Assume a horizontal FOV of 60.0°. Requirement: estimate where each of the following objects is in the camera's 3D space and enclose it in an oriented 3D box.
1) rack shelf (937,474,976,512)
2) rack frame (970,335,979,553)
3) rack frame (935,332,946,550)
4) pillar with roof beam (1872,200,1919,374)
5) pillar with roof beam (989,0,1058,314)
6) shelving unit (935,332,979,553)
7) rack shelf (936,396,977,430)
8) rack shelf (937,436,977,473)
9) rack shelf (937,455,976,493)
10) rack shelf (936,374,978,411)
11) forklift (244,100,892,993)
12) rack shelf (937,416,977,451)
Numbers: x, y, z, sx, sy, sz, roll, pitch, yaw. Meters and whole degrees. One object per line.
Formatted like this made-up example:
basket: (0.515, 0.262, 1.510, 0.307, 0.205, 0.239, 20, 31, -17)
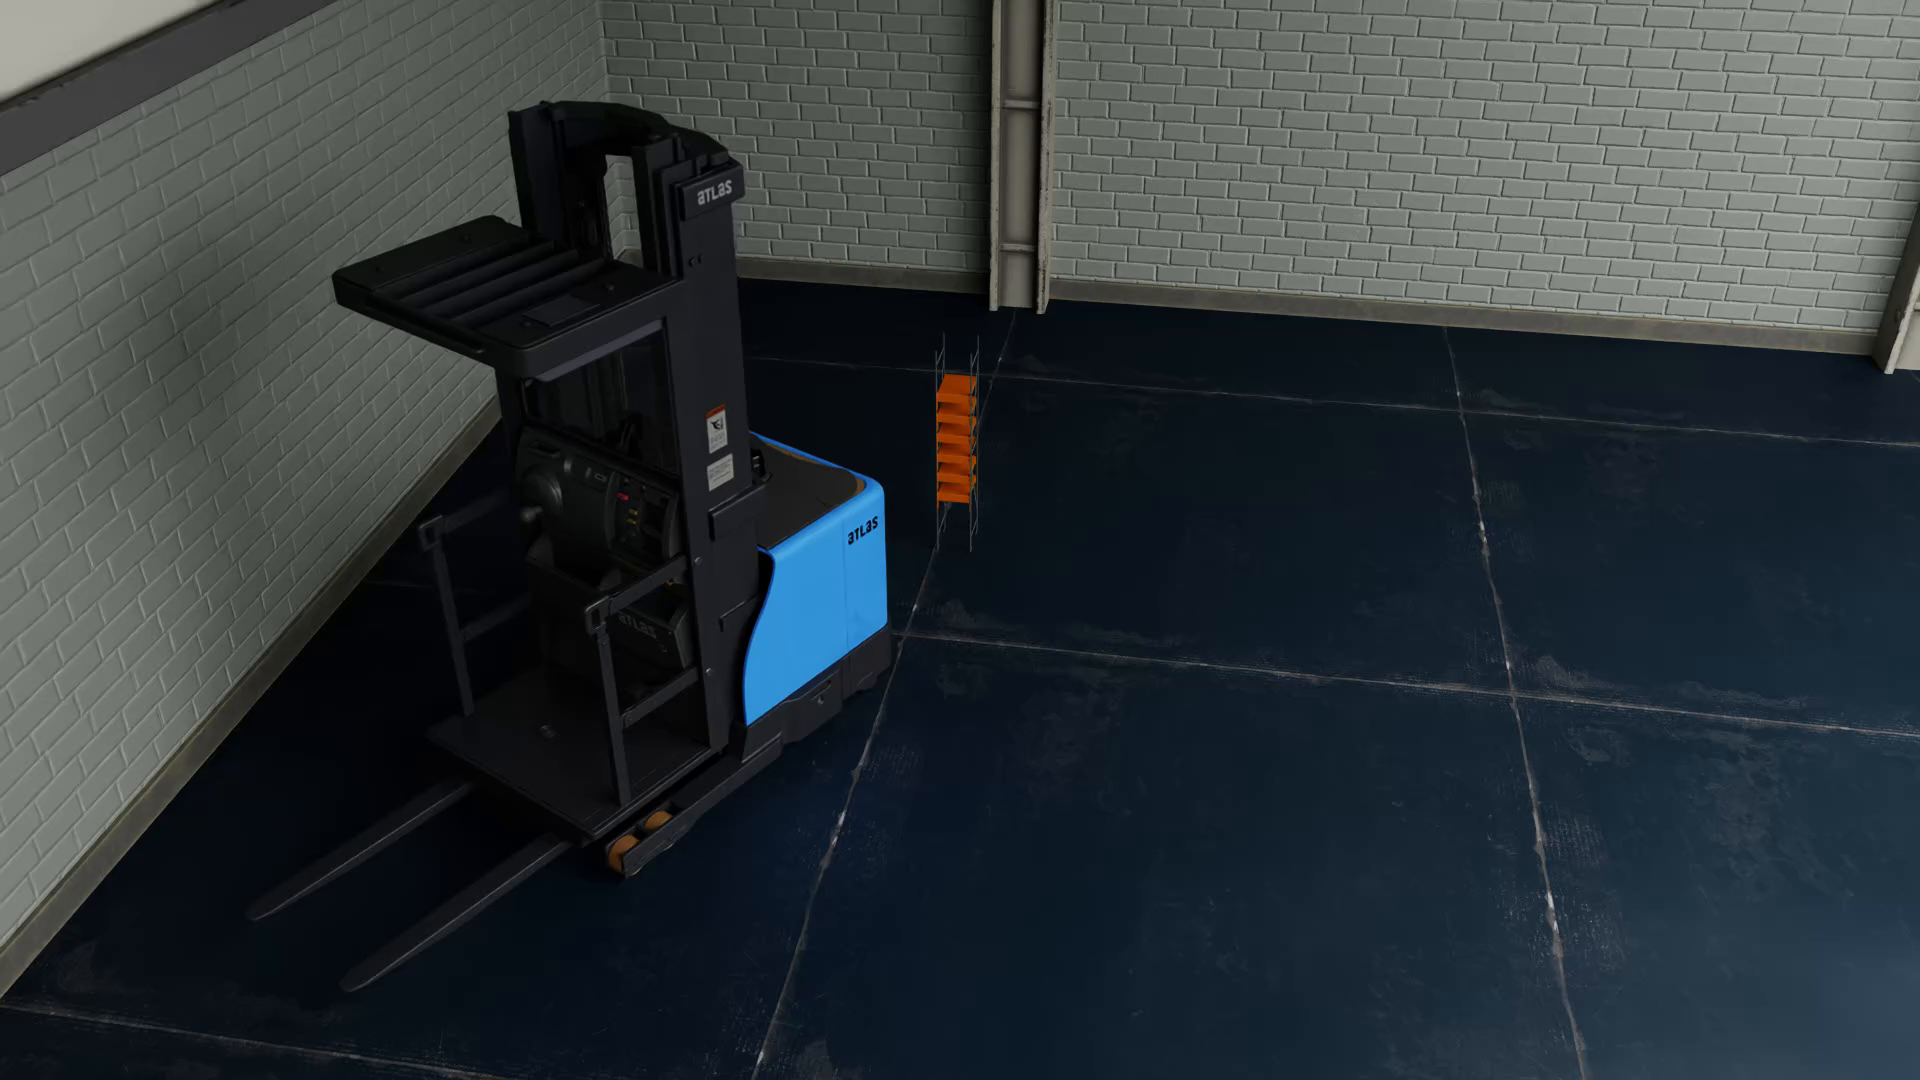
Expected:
rack shelf: (-0.014, -0.269, 9.085, 0.180, 0.103, 0.258, 5, 32, 8)
rack frame: (0.076, -0.502, 8.921, 0.006, 1.200, 0.240, 5, 32, 8)
rack frame: (-0.104, -0.518, 8.947, 0.006, 1.200, 0.240, 5, 32, 8)
pillar with roof beam: (5.617, -2.731, 5.131, 0.400, 9.000, 9.100, 5, 32, 8)
pillar with roof beam: (-0.298, -3.266, 5.987, 0.400, 9.000, 9.100, 5, 32, 8)
shelving unit: (-0.014, -0.510, 8.934, 0.189, 1.200, 0.258, 5, 32, 8)
rack shelf: (-0.014, -0.676, 8.830, 0.180, 0.103, 0.258, 5, 32, 8)
rack shelf: (-0.014, -0.472, 8.957, 0.180, 0.103, 0.258, 5, 32, 8)
rack shelf: (-0.014, -0.371, 9.021, 0.180, 0.103, 0.258, 5, 32, 8)
rack shelf: (-0.014, -0.777, 8.766, 0.180, 0.103, 0.258, 5, 32, 8)
forklift: (-1.622, -0.127, 6.690, 1.130, 2.935, 3.031, 22, 38, 31)
rack shelf: (-0.014, -0.574, 8.894, 0.180, 0.103, 0.258, 5, 32, 8)
